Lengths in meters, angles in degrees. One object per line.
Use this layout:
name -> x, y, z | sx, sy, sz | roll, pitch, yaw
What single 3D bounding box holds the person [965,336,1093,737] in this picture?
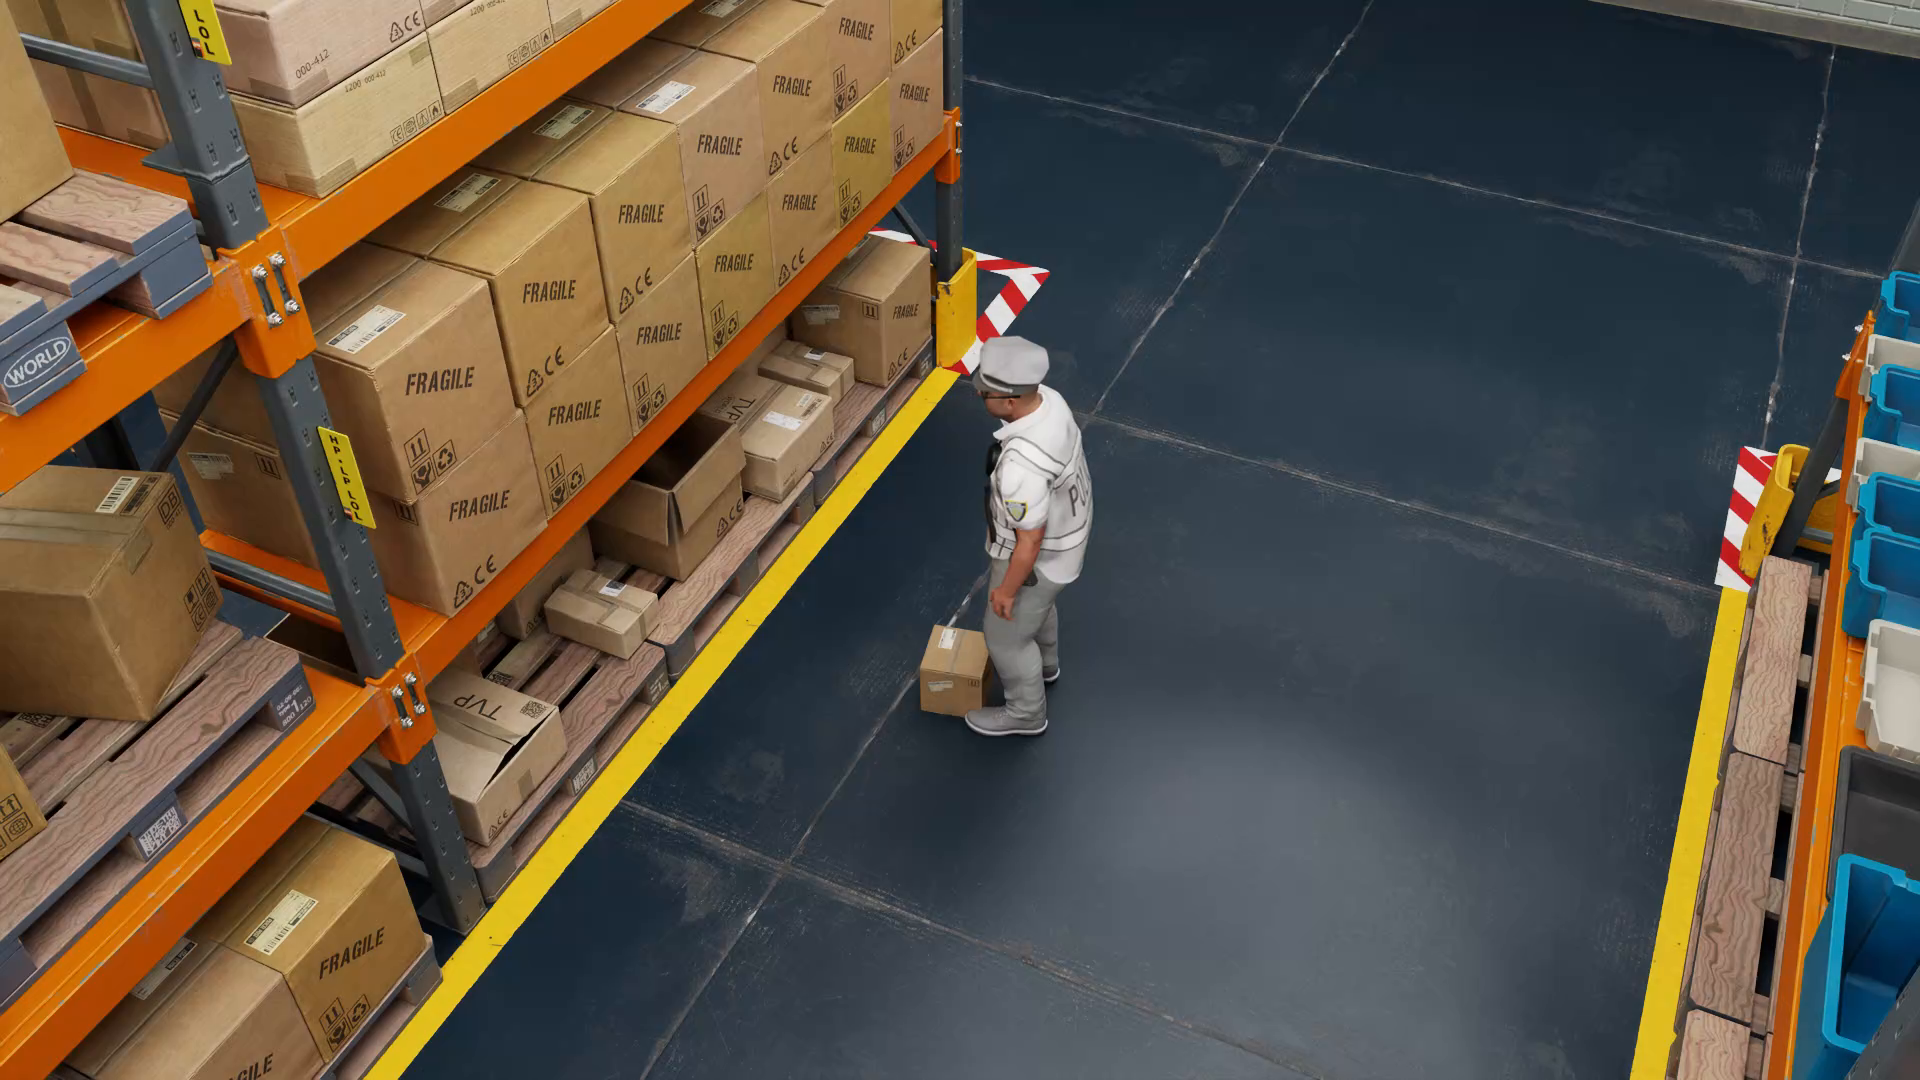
person -> 0.259, 0.015, 6.135 | 0.431, 1.750, 0.606 | 8, 42, 9
